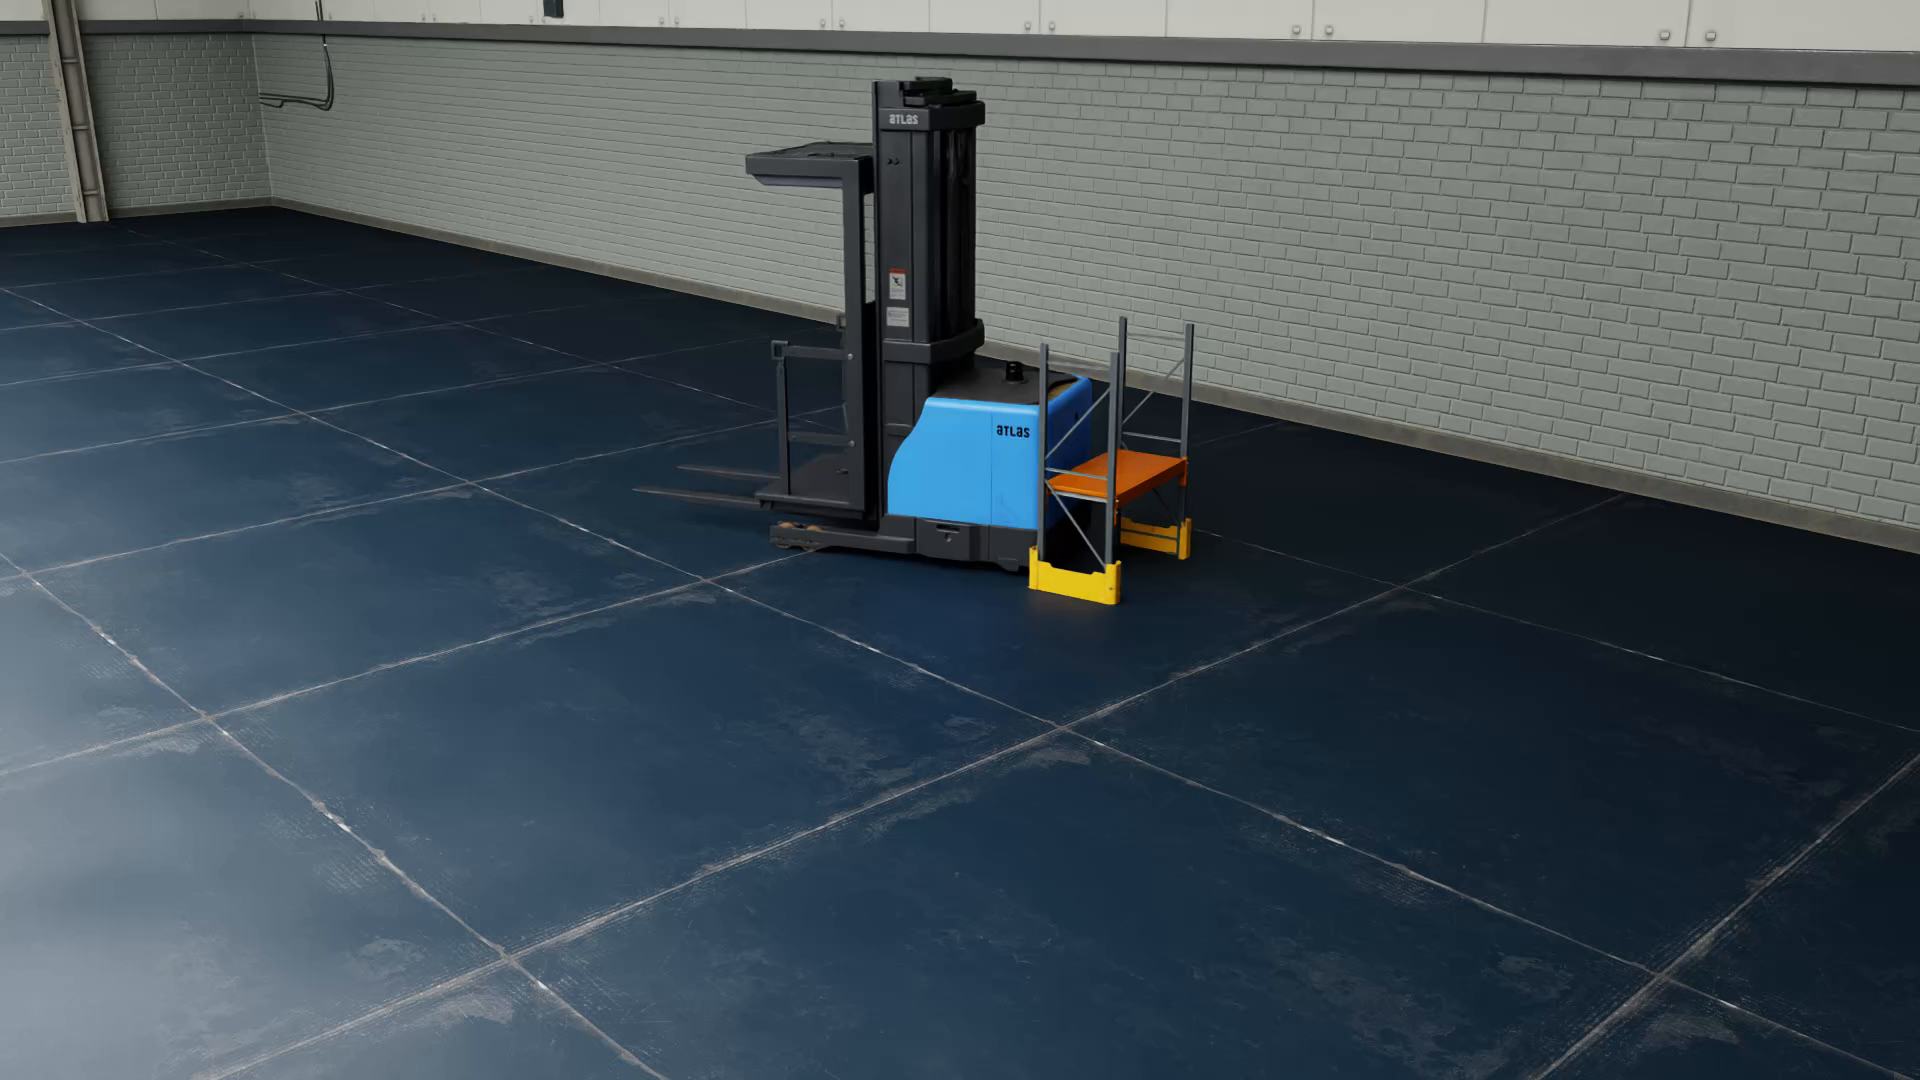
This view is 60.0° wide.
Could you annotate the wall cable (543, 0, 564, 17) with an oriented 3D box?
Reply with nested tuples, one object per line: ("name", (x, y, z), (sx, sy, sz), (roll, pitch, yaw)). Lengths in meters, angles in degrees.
("wall cable", (-4.471, -9.261, 19.443), (0.169, 6.003, 2.305), (-16, 24, -41))

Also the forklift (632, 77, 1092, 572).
("forklift", (-0.703, -1.461, 10.738), (3.031, 2.935, 1.130), (7, 19, 19))

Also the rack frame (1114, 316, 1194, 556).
("rack frame", (1.220, -0.651, 10.561), (0.500, 1.500, 0.032), (11, 21, 30))

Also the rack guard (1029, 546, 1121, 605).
("rack guard", (0.684, 0.210, 9.933), (0.587, 0.250, 0.087), (11, 21, 30))

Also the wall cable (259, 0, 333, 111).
("wall cable", (-10.982, -8.297, 27.018), (0.112, 2.526, 3.097), (-16, 24, -41))

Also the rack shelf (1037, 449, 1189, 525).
("rack shelf", (0.952, -0.347, 10.205), (0.538, 0.185, 1.000), (11, 21, 30))

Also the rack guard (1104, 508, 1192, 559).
("rack guard", (1.209, -0.051, 10.738), (0.587, 0.250, 0.087), (11, 21, 30))

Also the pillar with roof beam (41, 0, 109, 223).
("pillar with roof beam", (-11.074, -8.481, 22.552), (0.400, 9.000, 9.100), (-16, 24, -41))

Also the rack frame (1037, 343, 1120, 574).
("rack frame", (0.684, -0.385, 9.739), (0.500, 1.500, 0.032), (11, 21, 30))

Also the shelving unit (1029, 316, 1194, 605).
("shelving unit", (0.947, -0.515, 10.143), (0.587, 1.500, 1.083), (11, 21, 30))
